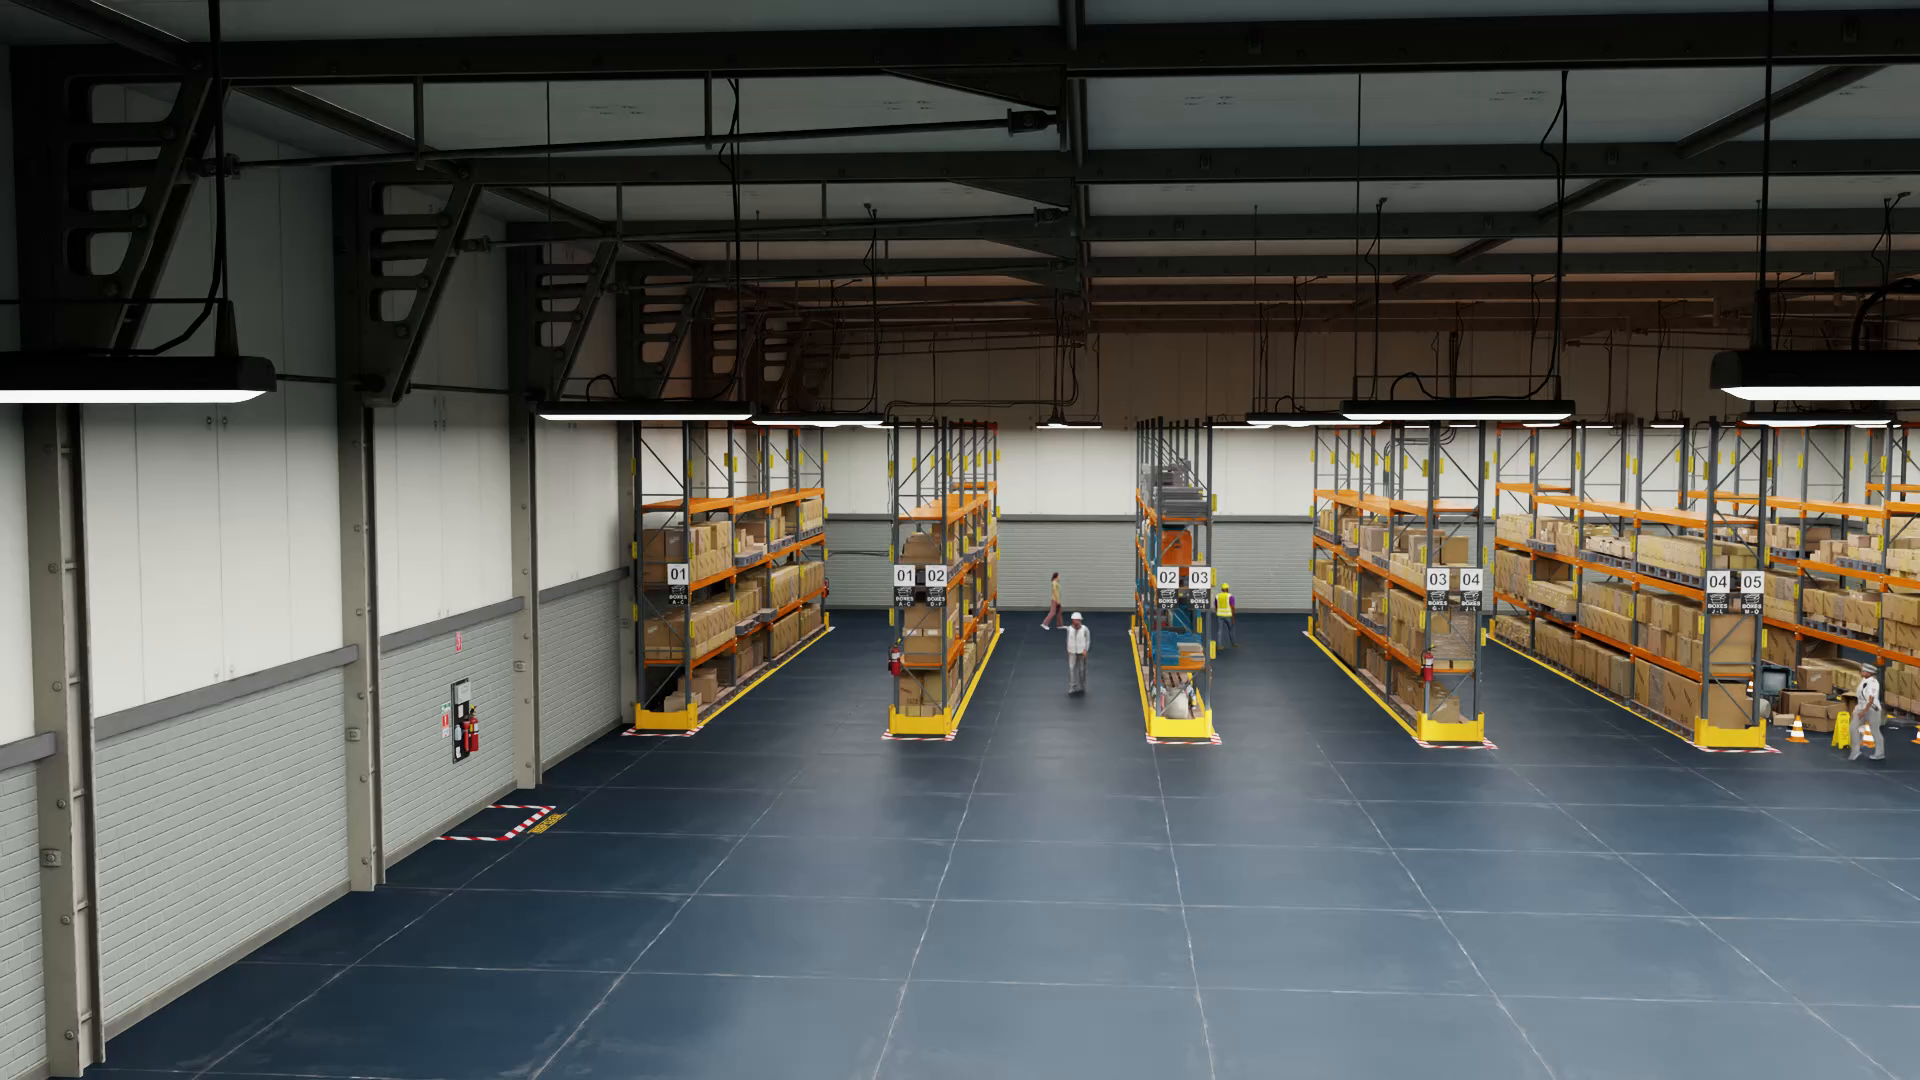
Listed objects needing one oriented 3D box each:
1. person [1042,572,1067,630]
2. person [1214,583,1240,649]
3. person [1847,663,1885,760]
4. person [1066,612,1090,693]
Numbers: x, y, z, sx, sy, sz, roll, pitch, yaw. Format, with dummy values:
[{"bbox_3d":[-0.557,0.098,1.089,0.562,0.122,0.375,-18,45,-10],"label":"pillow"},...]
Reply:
[{"bbox_3d":[2.721,1.755,47.911,0.717,1.662,0.515,1,4,9],"label":"person"},{"bbox_3d":[6.971,1.985,43.653,0.585,1.718,0.938,2,4,25],"label":"person"},{"bbox_3d":[15.811,3.013,28.949,0.581,1.757,0.419,-1,4,-9],"label":"person"},{"bbox_3d":[2.571,2.455,36.387,0.561,1.737,0.928,1,4,14],"label":"person"}]
